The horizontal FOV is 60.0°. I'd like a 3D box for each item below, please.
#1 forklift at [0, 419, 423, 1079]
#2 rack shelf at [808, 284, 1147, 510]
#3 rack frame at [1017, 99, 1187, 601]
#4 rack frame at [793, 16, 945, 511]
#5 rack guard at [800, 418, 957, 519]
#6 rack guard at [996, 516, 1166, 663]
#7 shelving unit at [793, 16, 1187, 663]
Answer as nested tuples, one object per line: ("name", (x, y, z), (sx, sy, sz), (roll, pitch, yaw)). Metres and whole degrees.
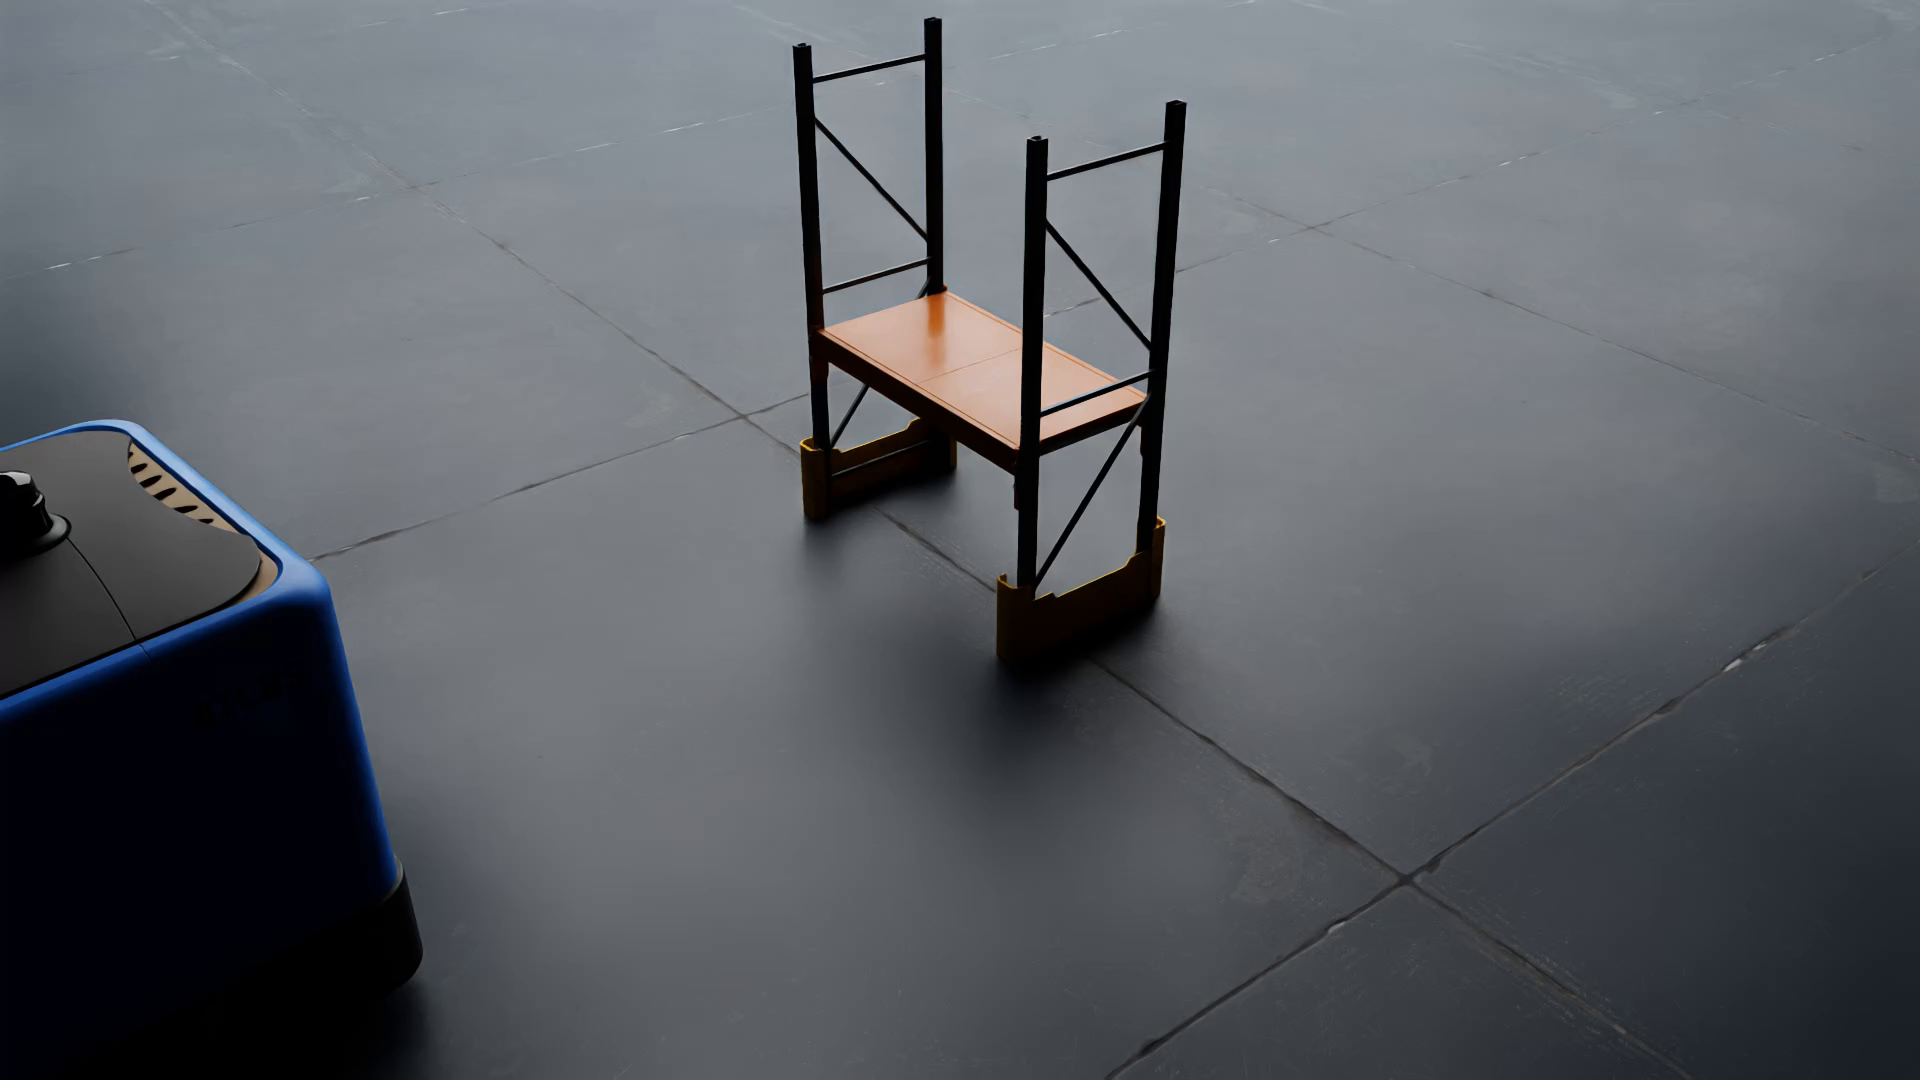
("forklift", (-2.576, 0.105, 2.303), (3.031, 2.935, 1.130), (-28, 41, -37))
("rack shelf", (0.052, -0.449, 4.892), (0.538, 0.185, 1.000), (-22, 38, -31))
("rack frame", (0.364, -0.390, 4.456), (0.500, 1.500, 0.032), (-22, 38, -31))
("rack frame", (-0.259, -0.813, 5.138), (0.500, 1.500, 0.032), (-22, 38, -31))
("rack guard", (-0.259, -0.282, 5.467), (0.587, 0.250, 0.087), (-22, 38, -31))
("rack guard", (0.352, 0.133, 4.799), (0.587, 0.250, 0.087), (-22, 38, -31))
("shelving unit", (0.047, -0.605, 4.803), (0.587, 1.500, 1.083), (-22, 38, -31))
